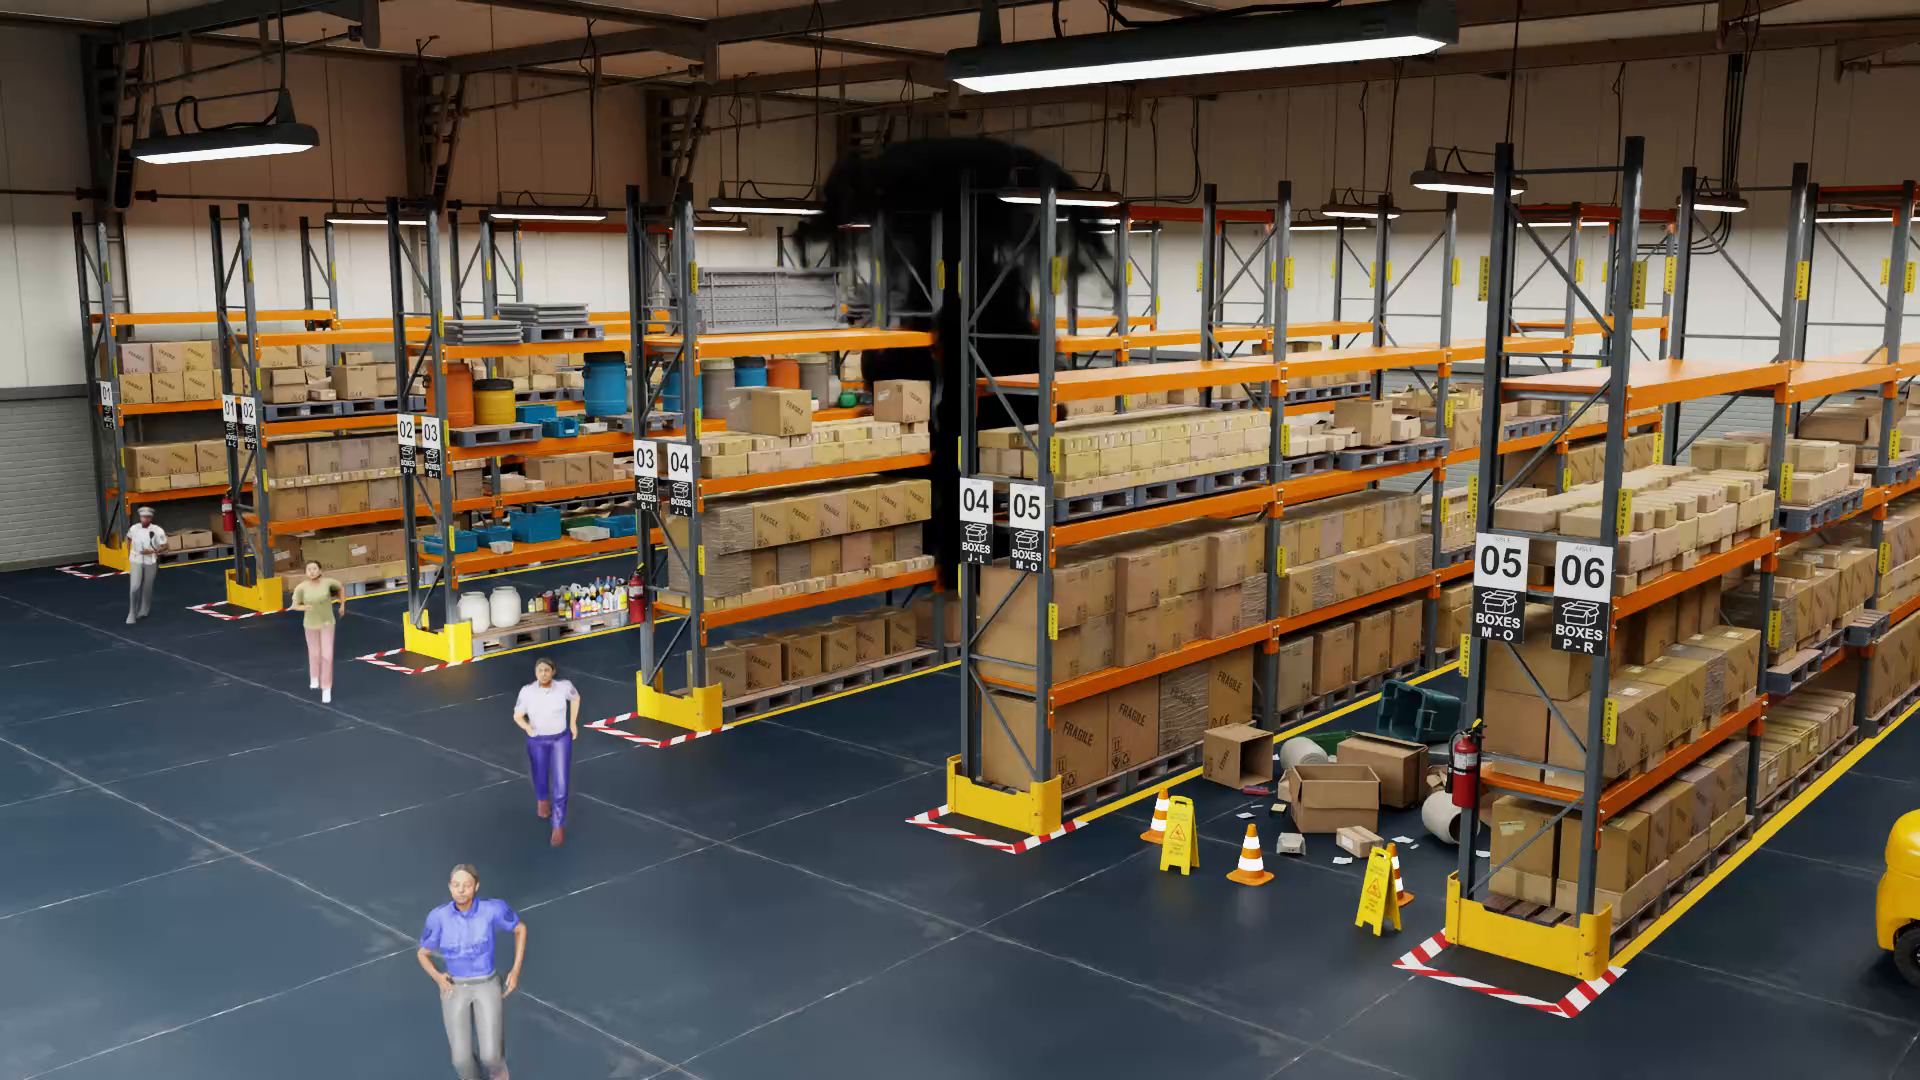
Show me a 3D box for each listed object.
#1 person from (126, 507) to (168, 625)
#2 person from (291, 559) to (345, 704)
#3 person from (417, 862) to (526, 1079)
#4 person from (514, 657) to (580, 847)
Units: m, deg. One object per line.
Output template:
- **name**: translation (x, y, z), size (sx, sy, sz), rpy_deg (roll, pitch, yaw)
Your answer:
- **person**: translation (-11.815, 0.360, 24.142), size (0.616, 1.727, 0.676), rpy_deg (-4, 10, -20)
- **person**: translation (-7.673, 1.053, 19.939), size (0.583, 1.709, 0.869), rpy_deg (-3, 10, -16)
- **person**: translation (-2.926, 2.738, 9.968), size (0.624, 1.624, 0.537), rpy_deg (-2, 10, -9)
- **person**: translation (-3.759, 1.862, 15.192), size (0.581, 1.666, 0.915), rpy_deg (-2, 10, -10)
